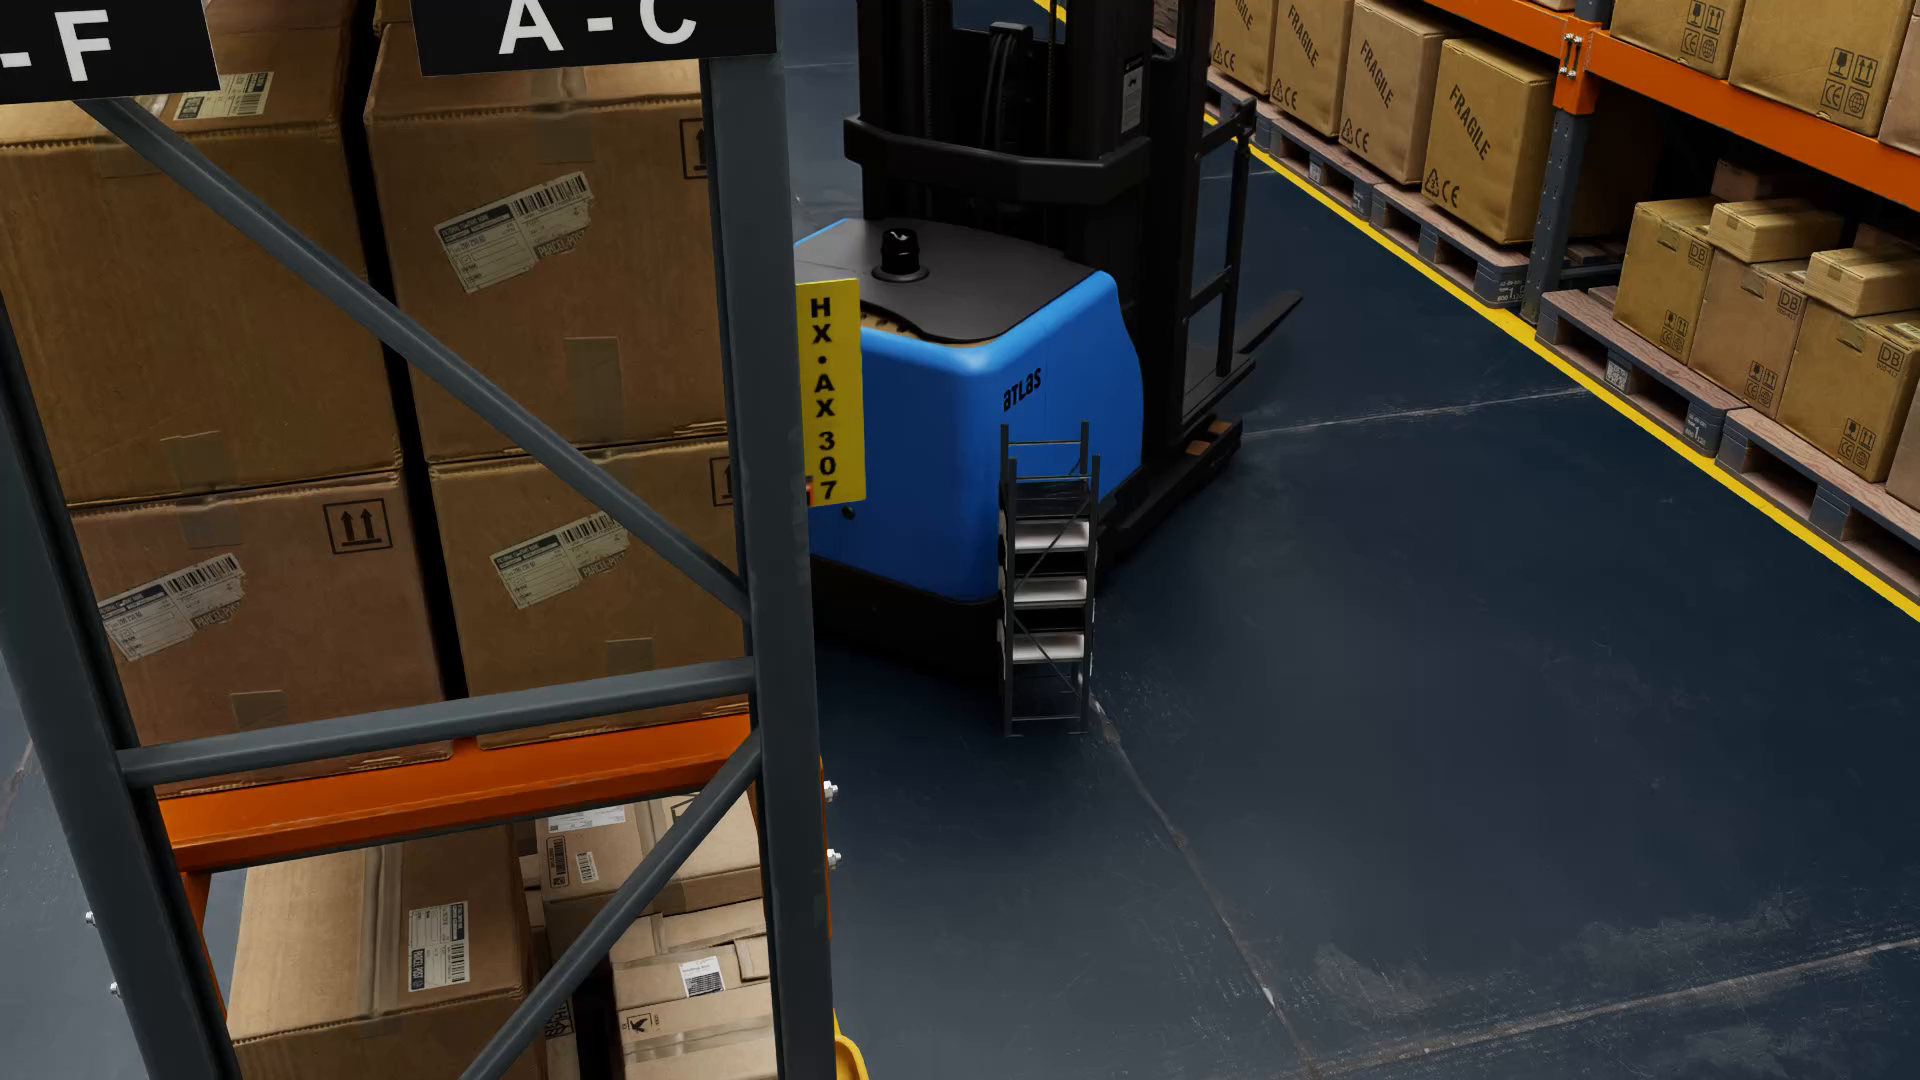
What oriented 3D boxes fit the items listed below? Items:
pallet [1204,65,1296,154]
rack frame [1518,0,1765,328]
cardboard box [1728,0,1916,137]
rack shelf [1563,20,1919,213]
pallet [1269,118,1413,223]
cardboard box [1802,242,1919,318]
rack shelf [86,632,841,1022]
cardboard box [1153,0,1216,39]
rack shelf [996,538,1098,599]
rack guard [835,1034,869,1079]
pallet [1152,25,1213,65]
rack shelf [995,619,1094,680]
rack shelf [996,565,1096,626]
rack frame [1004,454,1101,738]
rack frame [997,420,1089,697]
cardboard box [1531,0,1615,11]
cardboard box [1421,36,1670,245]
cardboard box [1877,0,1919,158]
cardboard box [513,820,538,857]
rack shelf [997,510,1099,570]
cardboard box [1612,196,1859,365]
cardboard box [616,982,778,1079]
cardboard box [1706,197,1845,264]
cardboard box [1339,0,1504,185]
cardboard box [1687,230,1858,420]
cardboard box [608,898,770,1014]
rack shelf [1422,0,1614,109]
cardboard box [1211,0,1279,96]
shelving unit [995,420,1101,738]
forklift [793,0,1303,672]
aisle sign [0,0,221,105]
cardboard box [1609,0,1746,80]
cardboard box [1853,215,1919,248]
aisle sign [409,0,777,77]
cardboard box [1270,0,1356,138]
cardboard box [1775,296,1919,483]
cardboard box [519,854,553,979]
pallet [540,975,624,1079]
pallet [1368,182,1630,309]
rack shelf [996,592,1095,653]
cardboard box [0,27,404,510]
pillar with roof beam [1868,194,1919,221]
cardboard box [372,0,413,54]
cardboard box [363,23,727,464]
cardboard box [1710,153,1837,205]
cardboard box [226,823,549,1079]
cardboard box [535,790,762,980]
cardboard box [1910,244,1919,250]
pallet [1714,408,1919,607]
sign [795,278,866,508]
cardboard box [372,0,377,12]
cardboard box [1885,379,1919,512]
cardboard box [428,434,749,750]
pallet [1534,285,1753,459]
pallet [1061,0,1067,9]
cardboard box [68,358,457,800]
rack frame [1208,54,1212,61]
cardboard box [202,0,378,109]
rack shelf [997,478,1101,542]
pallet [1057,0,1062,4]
[{"bbox_3d":[2.086,-2.671,10.154,1.003,0.211,1.213,-8,31,-13],"label":"pallet"},{"bbox_3d":[3.011,-2.337,6.793,1.000,3.000,0.127,-8,31,-13],"label":"rack frame"},{"bbox_3d":[3.328,-1.849,5.651,0.980,0.700,0.700,-9,31,-15],"label":"cardboard box"},{"bbox_3d":[3.542,-1.059,5.304,1.077,0.370,4.000,-8,31,-13],"label":"rack shelf"},{"bbox_3d":[2.406,-2.083,9.138,1.003,0.211,1.213,-8,31,-13],"label":"pallet"},{"bbox_3d":[3.164,-0.901,5.740,0.380,0.149,0.250,-9,31,-15],"label":"cardboard box"},{"bbox_3d":[-1.233,-0.399,4.163,1.077,0.370,4.000,-8,31,-13],"label":"rack shelf"},{"bbox_3d":[1.708,-3.718,11.235,0.700,0.500,0.500,-7,31,-13],"label":"cardboard box"},{"bbox_3d":[0.239,0.072,4.614,0.258,0.077,0.200,-2,30,-4],"label":"rack shelf"},{"bbox_3d":[-0.722,1.301,3.003,1.175,0.500,0.348,-8,31,-13],"label":"rack guard"},{"bbox_3d":[1.743,-3.439,11.481,1.003,0.211,1.213,-8,31,-13],"label":"pallet"},{"bbox_3d":[0.239,0.306,4.749,0.258,0.077,0.200,-2,30,-4],"label":"rack shelf"},{"bbox_3d":[0.239,0.150,4.659,0.258,0.077,0.200,-2,30,-4],"label":"rack shelf"},{"bbox_3d":[0.247,0.172,4.555,0.240,0.900,0.006,-2,30,-4],"label":"rack frame"},{"bbox_3d":[0.231,0.070,4.730,0.240,0.900,0.006,-2,30,-4],"label":"rack frame"},{"bbox_3d":[2.648,-2.362,7.068,0.380,0.149,0.250,-8,31,-13],"label":"cardboard box"},{"bbox_3d":[2.713,-1.885,7.738,0.750,0.750,0.750,-7,31,-13],"label":"cardboard box"},{"bbox_3d":[3.530,-1.499,5.046,0.980,0.700,0.700,-9,31,-16],"label":"cardboard box"},{"bbox_3d":[-1.307,0.563,4.089,0.500,0.250,0.500,-8,31,-13],"label":"cardboard box"},{"bbox_3d":[0.239,-0.006,4.569,0.258,0.077,0.200,-2,30,-4],"label":"rack shelf"},{"bbox_3d":[3.111,-1.062,6.666,0.700,0.500,0.500,-7,31,-13],"label":"cardboard box"},{"bbox_3d":[-0.482,1.051,3.346,0.380,0.149,0.250,-8,31,-13],"label":"cardboard box"},{"bbox_3d":[3.026,-1.153,6.176,0.380,0.149,0.250,-7,31,-12],"label":"cardboard box"},{"bbox_3d":[2.474,-2.313,8.479,0.750,0.750,0.750,-7,31,-12],"label":"cardboard box"},{"bbox_3d":[3.241,-0.819,6.246,0.700,0.500,0.500,-8,31,-14],"label":"cardboard box"},{"bbox_3d":[-0.548,0.923,3.550,0.380,0.166,0.250,-8,31,-13],"label":"cardboard box"},{"bbox_3d":[2.480,-2.991,8.642,1.077,0.370,4.000,-8,31,-13],"label":"rack shelf"},{"bbox_3d":[2.018,-3.147,9.920,0.750,0.750,0.750,-8,31,-14],"label":"cardboard box"},{"bbox_3d":[0.239,0.121,4.642,0.258,0.900,0.210,-2,30,-4],"label":"shelving unit"},{"bbox_3d":[0.403,-1.578,5.550,1.130,2.935,3.031,17,34,27],"label":"forklift"},{"bbox_3d":[-0.980,-0.796,1.535,0.394,0.787,0.004,-8,31,-13],"label":"aisle sign"},{"bbox_3d":[3.139,-2.202,6.261,0.980,0.700,0.700,-7,31,-13],"label":"cardboard box"},{"bbox_3d":[3.476,-1.057,6.011,0.380,0.149,0.250,-9,31,-15],"label":"cardboard box"},{"bbox_3d":[-0.401,-0.875,1.673,0.394,0.787,0.004,-8,31,-13],"label":"aisle sign"},{"bbox_3d":[2.244,-2.723,9.187,0.750,0.750,0.750,-8,31,-14],"label":"cardboard box"},{"bbox_3d":[3.375,-0.570,5.817,0.700,0.500,0.500,-7,31,-12],"label":"cardboard box"},{"bbox_3d":[-1.105,0.854,3.669,0.380,0.166,0.250,-8,31,-13],"label":"cardboard box"},{"bbox_3d":[-0.935,1.041,3.741,1.003,0.211,1.213,-8,31,-13],"label":"pallet"},{"bbox_3d":[2.734,-1.492,8.118,1.003,0.211,1.213,-8,31,-13],"label":"pallet"},{"bbox_3d":[0.239,0.228,4.704,0.258,0.077,0.200,-2,30,-4],"label":"rack shelf"},{"bbox_3d":[-1.086,-0.399,2.346,0.500,0.500,0.500,-8,31,-14],"label":"cardboard box"},{"bbox_3d":[-0.120,-4.138,3.915,9.100,9.000,0.400,-8,31,-13],"label":"pillar with roof beam"},{"bbox_3d":[-0.712,-0.721,2.904,0.500,0.500,0.500,-8,31,-13],"label":"cardboard box"},{"bbox_3d":[-0.566,-0.470,2.469,0.500,0.500,0.500,-7,31,-12],"label":"cardboard box"},{"bbox_3d":[3.264,-1.439,6.670,0.380,0.149,0.250,-8,31,-14],"label":"cardboard box"},{"bbox_3d":[-1.084,0.917,3.227,0.500,0.500,0.500,-8,31,-13],"label":"cardboard box"},{"bbox_3d":[-0.706,0.714,3.828,0.500,0.250,0.500,-8,31,-13],"label":"cardboard box"},{"bbox_3d":[3.542,-0.935,5.800,0.380,0.149,0.250,-8,31,-13],"label":"cardboard box"},{"bbox_3d":[3.465,-0.162,5.819,1.003,0.211,1.213,-8,31,-13],"label":"pallet"},{"bbox_3d":[-0.179,-0.191,2.222,0.100,0.325,0.005,-8,31,-13],"label":"sign"},{"bbox_3d":[-1.363,-0.892,3.199,0.500,0.500,0.500,-7,31,-12],"label":"cardboard box"},{"bbox_3d":[3.524,-0.314,5.374,0.700,0.500,0.500,-9,31,-15],"label":"cardboard box"},{"bbox_3d":[-0.566,-0.037,2.720,0.500,0.500,0.500,-7,31,-12],"label":"cardboard box"},{"bbox_3d":[3.137,-0.752,6.839,1.003,0.211,1.213,-8,31,-13],"label":"pallet"},{"bbox_3d":[1.423,-4.027,12.497,1.003,0.211,1.213,-8,31,-13],"label":"pallet"},{"bbox_3d":[-1.084,0.032,2.600,0.500,0.500,0.500,-7,31,-12],"label":"cardboard box"},{"bbox_3d":[1.949,-4.268,10.130,1.000,3.000,0.127,-8,31,-13],"label":"rack frame"},{"bbox_3d":[-1.220,-0.643,2.768,0.500,0.500,0.500,-7,31,-12],"label":"cardboard box"},{"bbox_3d":[0.239,-0.084,4.524,0.258,0.077,0.200,-2,30,-4],"label":"rack shelf"},{"bbox_3d":[1.096,-4.618,13.517,1.003,0.211,1.213,-8,31,-13],"label":"pallet"}]
